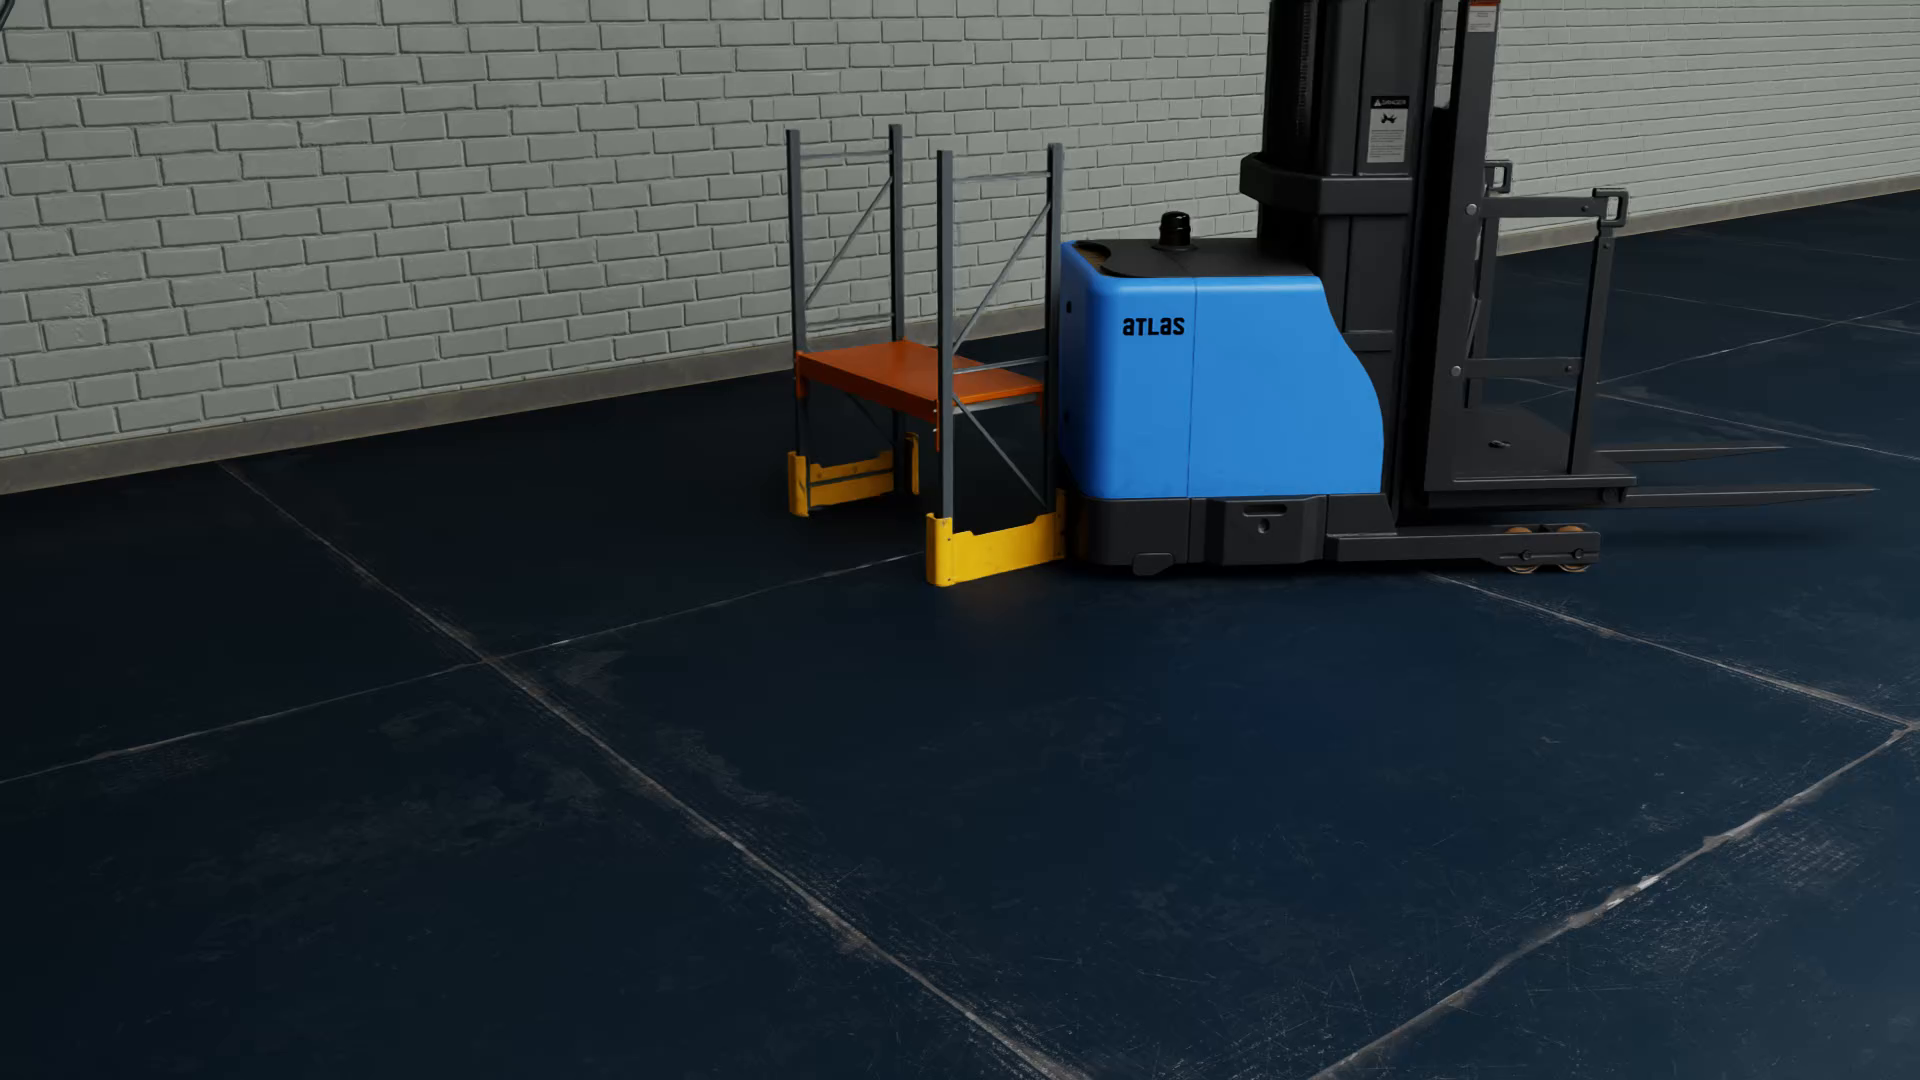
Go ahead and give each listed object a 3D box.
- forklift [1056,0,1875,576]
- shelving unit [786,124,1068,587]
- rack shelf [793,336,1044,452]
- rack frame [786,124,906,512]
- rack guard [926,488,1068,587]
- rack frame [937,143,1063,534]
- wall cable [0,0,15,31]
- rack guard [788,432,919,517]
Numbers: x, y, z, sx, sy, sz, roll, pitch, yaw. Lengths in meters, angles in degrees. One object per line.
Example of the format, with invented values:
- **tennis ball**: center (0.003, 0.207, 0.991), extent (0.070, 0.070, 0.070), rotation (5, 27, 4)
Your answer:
- **forklift**: center (1.893, -1.433, 6.028), extent (3.031, 2.935, 1.130), rotation (-1, 18, -5)
- **shelving unit**: center (-0.146, -0.736, 6.200), extent (0.587, 1.500, 1.083), rotation (-12, 22, -33)
- **rack shelf**: center (-0.151, -0.568, 6.264), extent (0.538, 0.185, 1.000), rotation (-12, 22, -33)
- **rack frame**: center (-0.440, -0.870, 6.604), extent (0.500, 1.500, 0.032), rotation (-12, 22, -33)
- **rack guard**: center (0.138, -0.014, 6.008), extent (0.587, 0.250, 0.087), rotation (-12, 22, -33)
- **rack frame**: center (0.138, -0.607, 5.811), extent (0.500, 1.500, 0.032), rotation (-12, 22, -33)
- **wall cable**: center (-4.874, -2.756, 5.308), extent (3.097, 2.526, 0.112), rotation (-14, 23, -36)
- **rack guard**: center (-0.429, -0.272, 6.786), extent (0.587, 0.250, 0.087), rotation (-12, 22, -33)
